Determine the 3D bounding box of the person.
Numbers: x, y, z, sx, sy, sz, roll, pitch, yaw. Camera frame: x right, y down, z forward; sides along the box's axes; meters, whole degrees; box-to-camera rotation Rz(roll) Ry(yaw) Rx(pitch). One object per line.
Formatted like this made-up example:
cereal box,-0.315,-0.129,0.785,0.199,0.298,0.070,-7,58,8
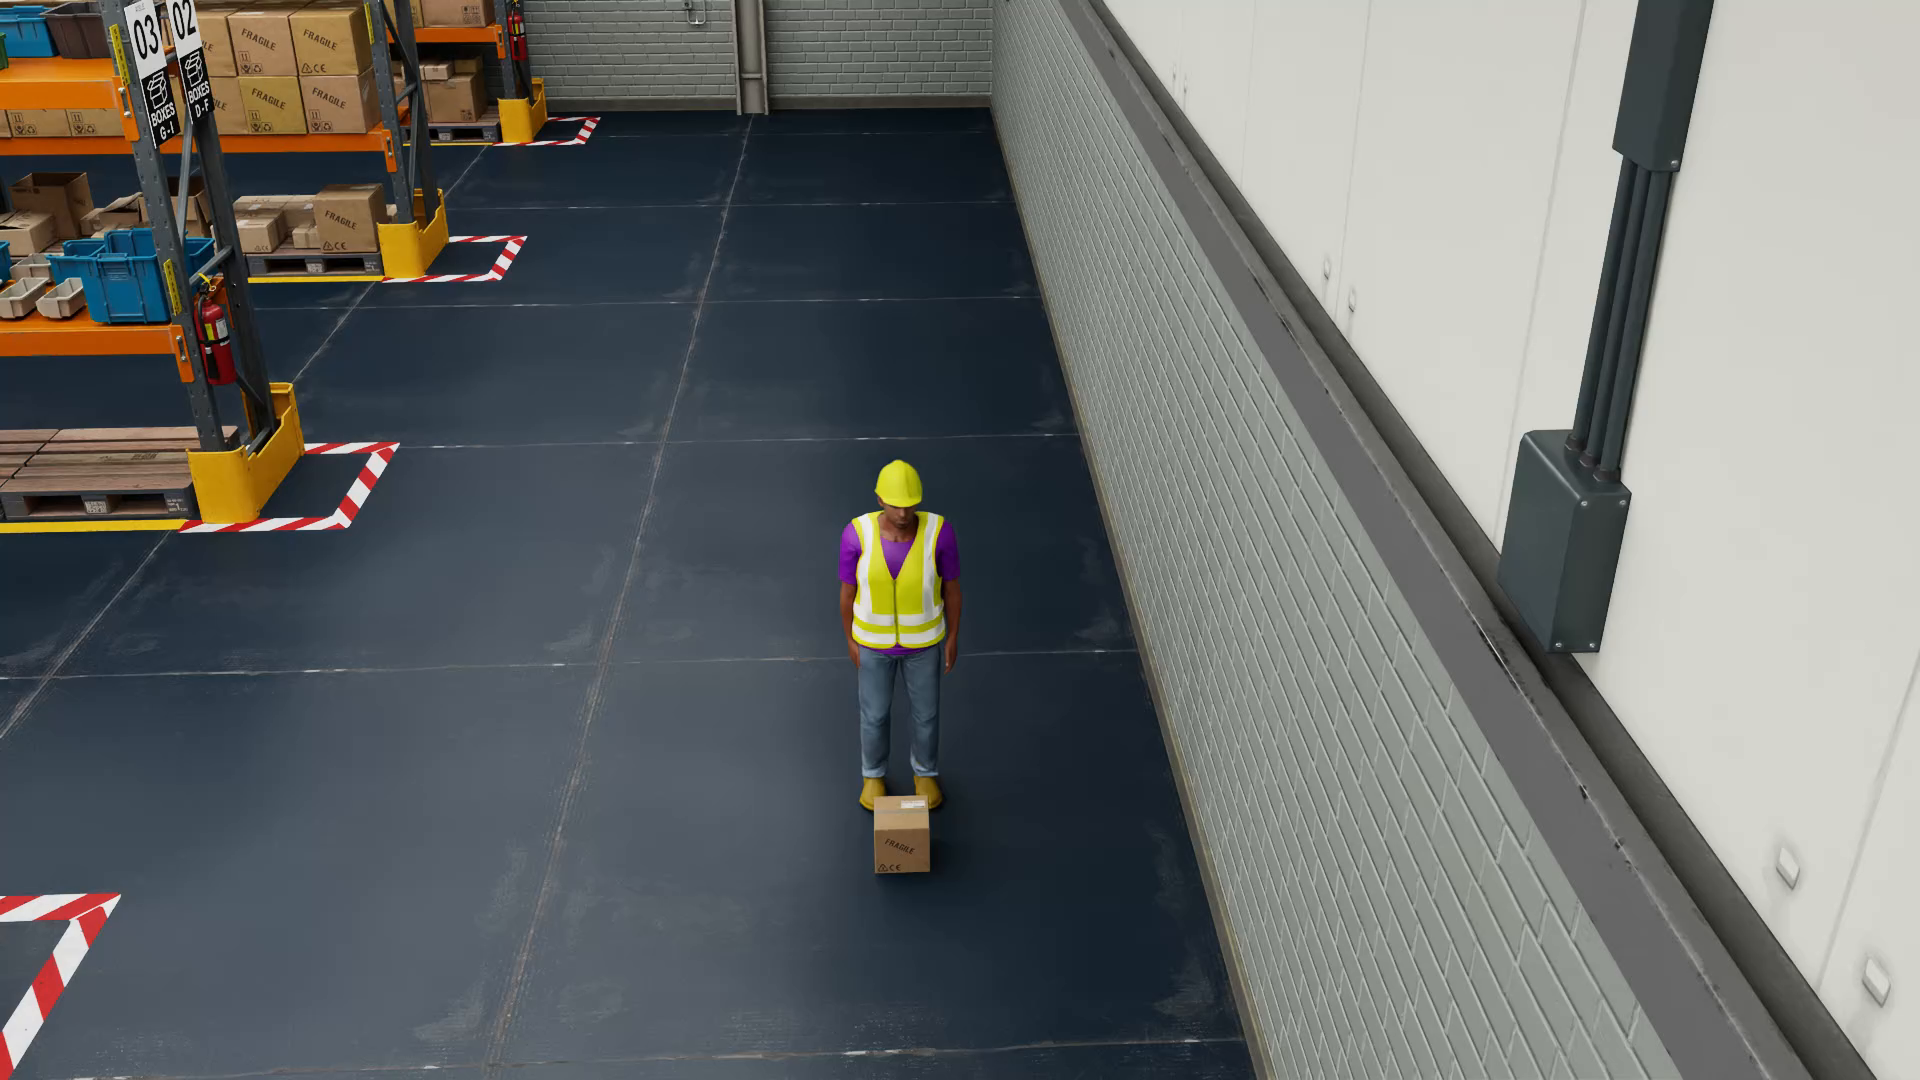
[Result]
person,-0.273,0.449,7.729,0.564,1.762,0.357,-1,27,-1
